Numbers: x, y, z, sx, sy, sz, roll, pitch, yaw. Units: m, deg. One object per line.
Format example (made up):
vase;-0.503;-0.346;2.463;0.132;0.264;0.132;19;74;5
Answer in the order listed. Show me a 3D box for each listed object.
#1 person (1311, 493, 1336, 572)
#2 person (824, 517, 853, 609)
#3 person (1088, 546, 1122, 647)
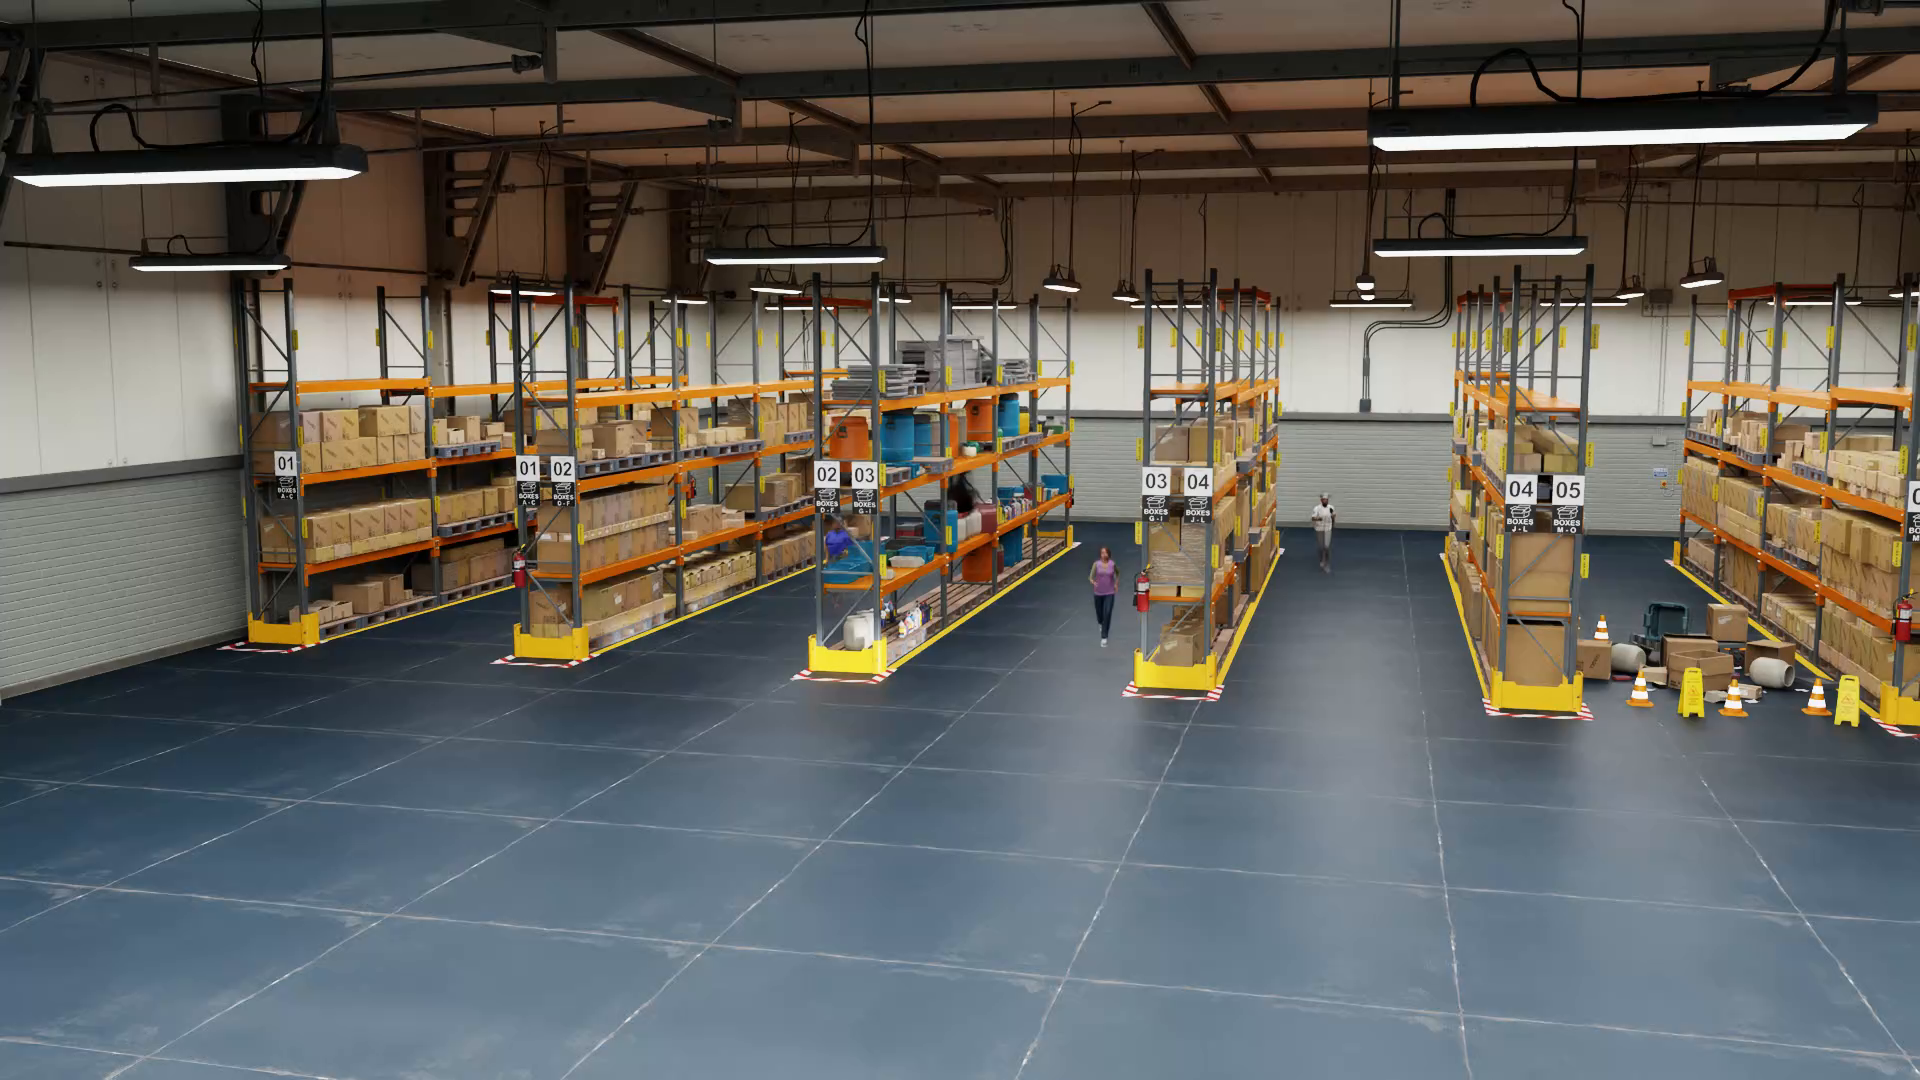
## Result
person;7.912;-0.161;36.255;0.544;1.764;0.747;1;7;10
person;-2.168;0.414;29.233;0.571;1.633;0.537;2;7;14
person;2.353;0.893;27.042;0.539;1.586;0.831;1;7;6
